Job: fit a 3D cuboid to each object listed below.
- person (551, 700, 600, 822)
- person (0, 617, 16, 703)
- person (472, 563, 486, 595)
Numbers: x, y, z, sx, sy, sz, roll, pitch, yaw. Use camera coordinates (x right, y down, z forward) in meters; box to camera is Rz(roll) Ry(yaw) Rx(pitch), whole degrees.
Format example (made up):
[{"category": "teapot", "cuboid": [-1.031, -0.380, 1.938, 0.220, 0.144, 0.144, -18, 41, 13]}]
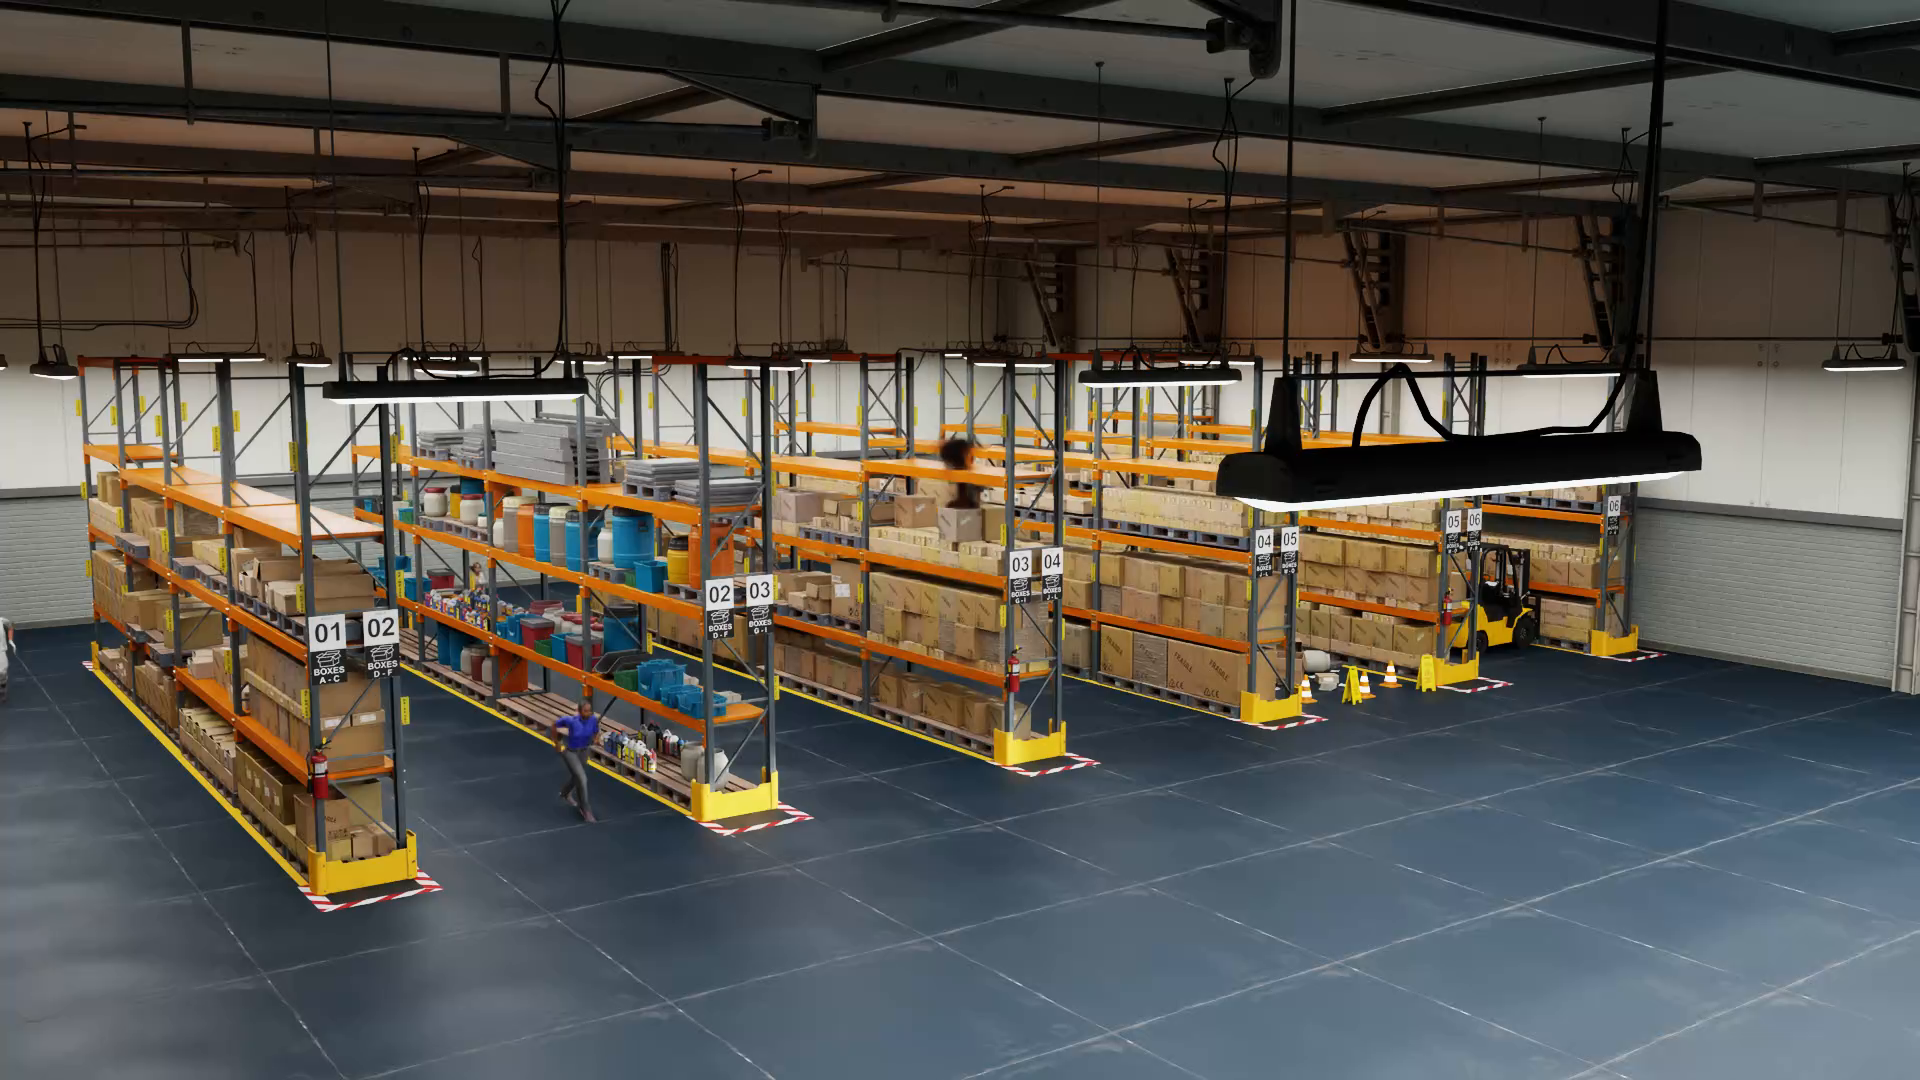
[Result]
[{"category": "person", "cuboid": [-5.122, 2.892, 22.074, 0.624, 1.647, 0.906, -6, 9, -41]}, {"category": "person", "cuboid": [-16.716, 1.958, 28.800, 0.641, 1.766, 0.777, -4, 8, -29]}, {"category": "person", "cuboid": [-10.186, 1.283, 35.035, 0.516, 1.611, 0.824, -6, 9, -40]}]
